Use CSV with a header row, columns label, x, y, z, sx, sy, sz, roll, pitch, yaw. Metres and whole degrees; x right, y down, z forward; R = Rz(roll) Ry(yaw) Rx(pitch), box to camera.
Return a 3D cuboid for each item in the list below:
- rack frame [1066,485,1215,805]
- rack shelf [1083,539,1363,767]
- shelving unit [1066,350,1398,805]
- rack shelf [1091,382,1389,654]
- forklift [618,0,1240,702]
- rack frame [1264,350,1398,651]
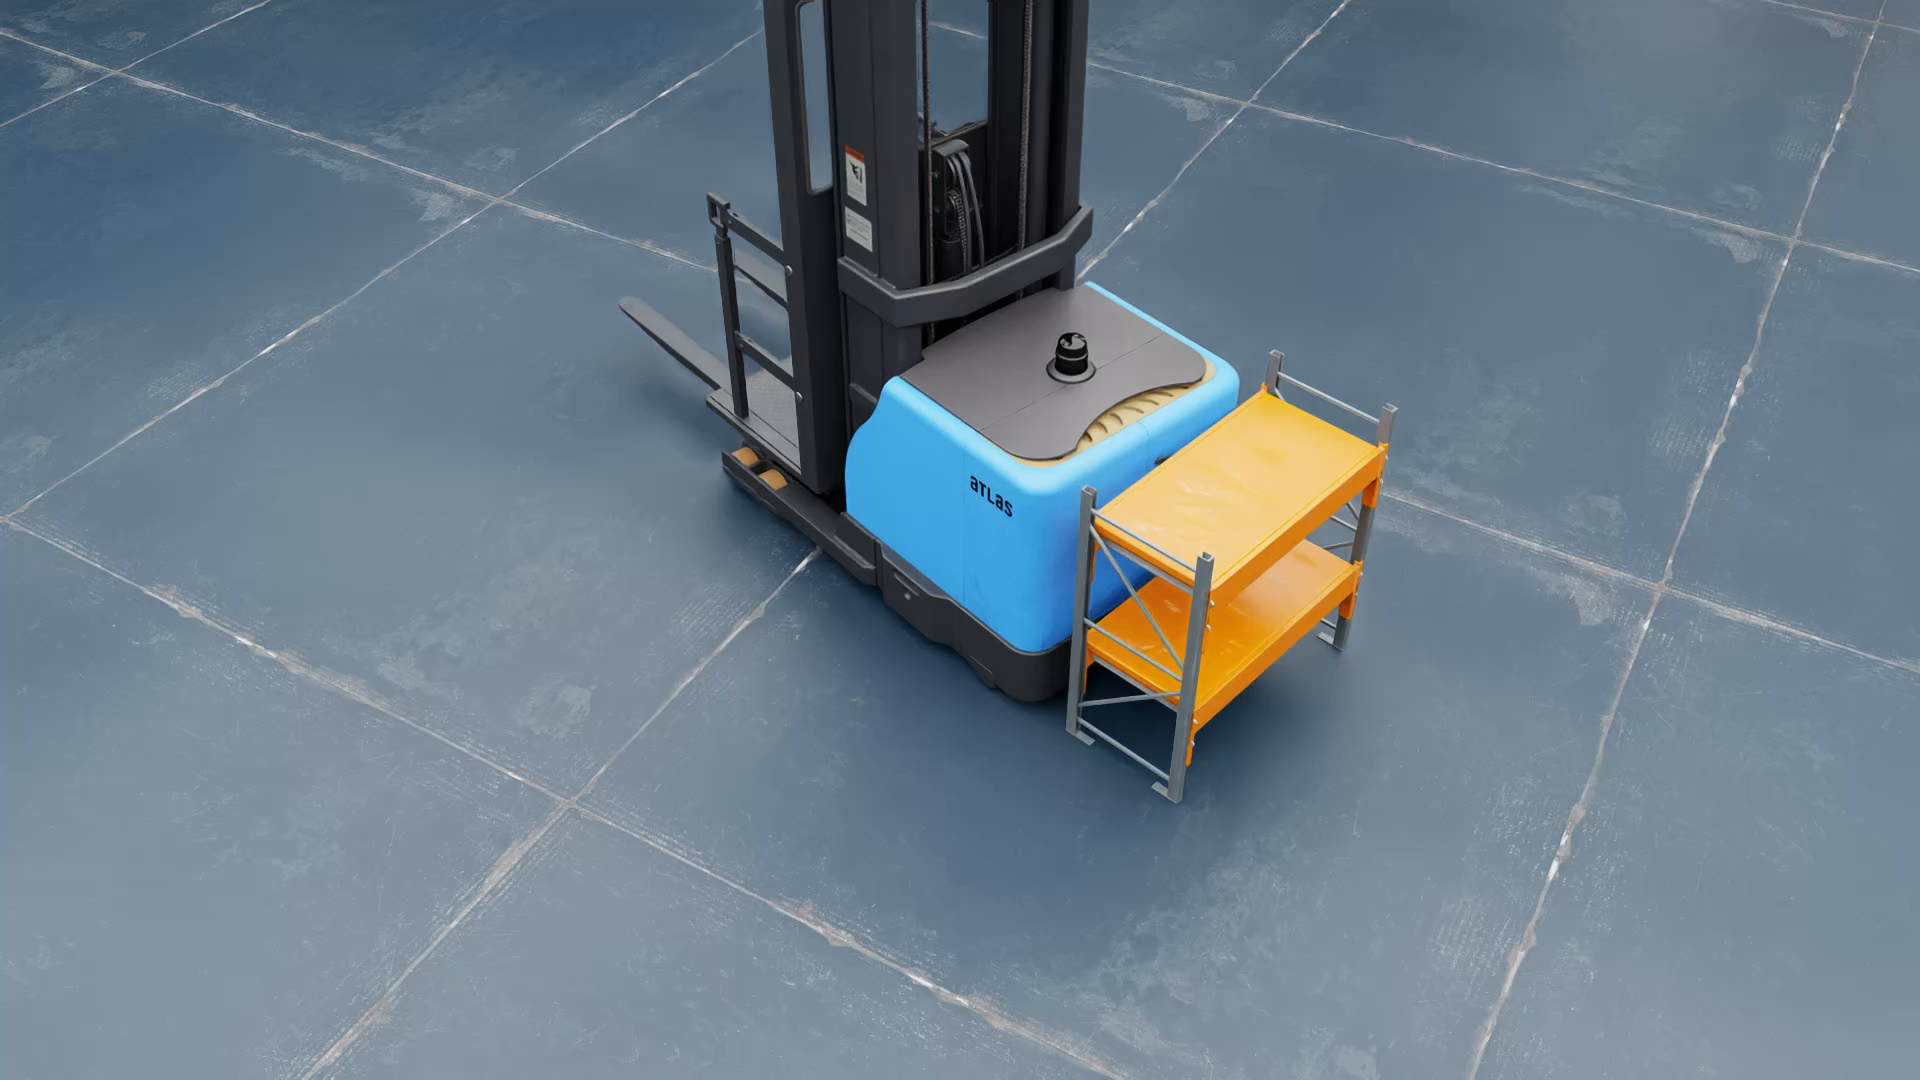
label,x,y,z,sx,sy,sz,roll,pitch,yaw
rack frame,0.573,0.367,5.482,0.500,1.125,0.032,32,50,31
rack shelf,0.921,0.306,5.922,0.538,0.278,1.000,32,50,31
shelving unit,0.921,0.122,5.760,0.538,1.125,1.048,32,50,31
rack shelf,0.921,-0.098,5.567,0.538,0.278,1.000,32,50,31
forklift,-0.342,-1.420,6.145,1.130,2.935,3.031,-30,49,-29
rack frame,1.268,-0.123,6.038,0.500,1.125,0.032,32,50,31
